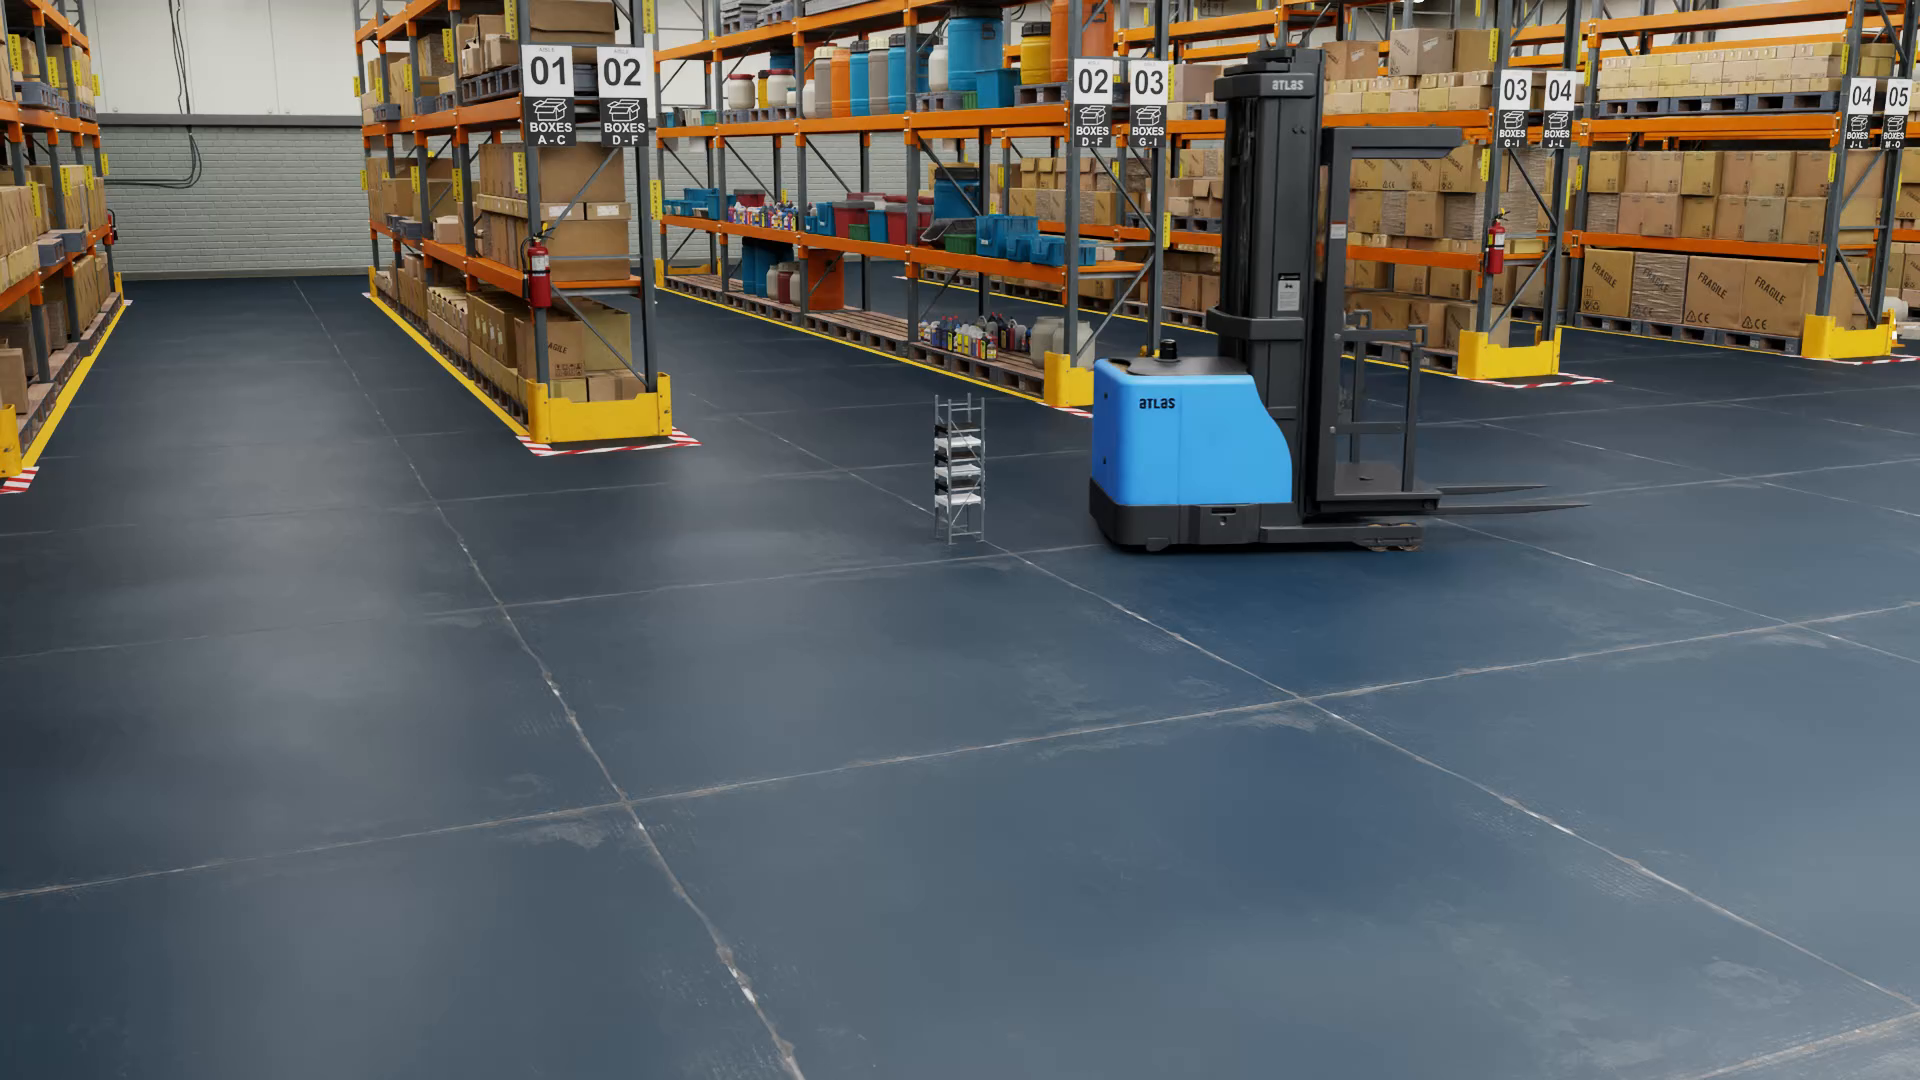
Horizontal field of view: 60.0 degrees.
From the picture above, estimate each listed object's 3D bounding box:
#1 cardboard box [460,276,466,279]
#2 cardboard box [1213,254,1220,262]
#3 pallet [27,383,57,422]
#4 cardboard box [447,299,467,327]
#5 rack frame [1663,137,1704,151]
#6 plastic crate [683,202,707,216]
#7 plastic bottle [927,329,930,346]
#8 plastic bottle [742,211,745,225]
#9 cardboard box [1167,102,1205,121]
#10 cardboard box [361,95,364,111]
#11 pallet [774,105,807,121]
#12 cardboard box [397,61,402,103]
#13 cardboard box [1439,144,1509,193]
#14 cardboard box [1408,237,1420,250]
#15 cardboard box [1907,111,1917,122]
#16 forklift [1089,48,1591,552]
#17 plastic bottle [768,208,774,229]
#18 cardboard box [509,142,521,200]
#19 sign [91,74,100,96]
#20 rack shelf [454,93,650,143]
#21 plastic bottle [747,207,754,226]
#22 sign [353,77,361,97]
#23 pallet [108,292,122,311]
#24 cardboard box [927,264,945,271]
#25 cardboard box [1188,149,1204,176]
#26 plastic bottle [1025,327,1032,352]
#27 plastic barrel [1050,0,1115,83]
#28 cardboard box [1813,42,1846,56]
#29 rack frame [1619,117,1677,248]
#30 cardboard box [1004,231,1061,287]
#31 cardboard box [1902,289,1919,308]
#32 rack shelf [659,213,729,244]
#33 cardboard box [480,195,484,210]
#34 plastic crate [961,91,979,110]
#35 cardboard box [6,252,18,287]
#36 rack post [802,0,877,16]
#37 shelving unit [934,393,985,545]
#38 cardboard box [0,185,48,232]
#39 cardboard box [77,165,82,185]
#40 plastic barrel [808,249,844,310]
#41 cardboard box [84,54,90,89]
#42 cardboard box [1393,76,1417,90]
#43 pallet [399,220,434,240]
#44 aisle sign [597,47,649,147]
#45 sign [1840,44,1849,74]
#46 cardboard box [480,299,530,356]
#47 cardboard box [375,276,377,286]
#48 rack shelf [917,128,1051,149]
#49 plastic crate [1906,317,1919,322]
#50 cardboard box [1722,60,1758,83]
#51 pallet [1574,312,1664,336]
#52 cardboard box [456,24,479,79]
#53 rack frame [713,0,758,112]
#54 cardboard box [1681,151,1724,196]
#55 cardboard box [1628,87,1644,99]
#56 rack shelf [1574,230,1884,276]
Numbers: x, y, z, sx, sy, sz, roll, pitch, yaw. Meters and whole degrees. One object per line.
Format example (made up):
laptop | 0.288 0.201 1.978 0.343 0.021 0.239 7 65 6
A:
cardboard box | -6.607 -3.333 22.688 0.500 0.500 0.500 -6 14 -24
cardboard box | 4.995 -5.370 31.651 0.380 0.149 0.250 -5 14 -22
pallet | -8.909 -1.237 15.245 1.003 0.211 1.213 -6 14 -23
cardboard box | -5.510 -2.585 18.810 0.500 0.311 0.500 -6 14 -23
rack frame | 14.828 -7.070 34.264 1.000 3.000 0.127 -6 14 -23
plastic crate | -4.495 -5.638 28.314 0.416 0.233 0.300 -6 14 -23
plastic bottle | -0.325 -2.329 19.011 0.097 0.201 0.097 0 13 0
plastic bottle | -3.294 -4.929 25.456 0.097 0.201 0.097 0 13 0
cardboard box | 3.178 -5.956 23.132 0.500 0.250 0.500 -5 14 -22
cardboard box | -9.512 -7.160 27.227 0.500 0.250 0.500 -6 14 -23
pallet | -1.952 -5.988 23.357 1.003 0.211 1.213 -6 14 -23
cardboard box | -7.455 -6.348 23.120 0.600 0.600 0.600 -6 14 -24
cardboard box | 5.561 -4.019 17.981 0.500 0.500 0.500 -6 14 -23
cardboard box | 5.309 -3.371 18.842 0.380 0.149 0.250 -6 14 -23
cardboard box | 13.704 -6.065 23.826 0.380 0.149 0.250 -5 14 -21
forklift | 2.388 -1.475 10.241 3.031 2.935 1.130 -1 13 -5
plastic bottle | -2.746 -4.676 24.181 0.061 0.283 0.133 -6 14 -23
cardboard box | -3.685 -3.354 15.110 0.700 0.500 0.500 -6 14 -23
sign | -13.514 -7.110 25.998 0.100 0.325 0.005 -6 14 -23
rack shelf | -3.872 -3.877 15.410 1.077 0.370 4.000 -6 14 -23
plastic bottle | -3.130 -4.897 25.149 0.152 0.276 0.135 -6 14 -23
sign | -9.977 -7.496 27.516 0.100 0.325 0.005 -6 14 -23
pallet | -13.625 -3.693 25.859 1.003 0.211 1.213 -6 14 -23
cardboard box | -0.072 -5.597 31.679 0.875 0.875 0.875 -6 14 -23
cardboard box | 4.724 -7.225 31.836 0.500 0.500 0.500 -6 14 -25
plastic bottle | 0.770 -2.220 18.386 0.097 0.271 0.097 0 13 0
plastic barrel | 1.159 -4.763 15.762 0.600 0.830 0.708 -6 14 -23
cardboard box | 10.147 -5.693 19.300 0.380 0.149 0.250 -5 14 -22
rack frame | 11.883 -5.794 28.753 1.000 3.000 0.127 -6 14 -23
cardboard box | 1.476 -4.765 28.085 1.225 0.875 0.875 -6 14 -23
cardboard box | 13.914 -3.468 23.869 0.500 0.250 0.500 -6 14 -24
rack shelf | -4.138 -5.341 28.390 1.077 0.370 4.000 -6 14 -23
cardboard box | -4.642 -3.419 16.829 0.380 0.149 0.250 -5 14 -22
plastic crate | 0.250 -4.633 17.553 0.336 0.188 0.450 -6 14 -23
cardboard box | -7.932 -2.182 13.434 0.500 0.250 0.500 -6 14 -24
rack post | -1.000 -7.045 20.408 1.013 1.000 3.121 -6 14 -23
shelving unit | -0.003 -0.440 10.276 0.258 0.900 0.210 -6 14 -23
cardboard box | -10.366 -3.611 18.122 0.700 0.500 0.500 -7 15 -28
cardboard box | -11.797 -4.772 21.748 0.500 0.250 0.500 -5 14 -22
plastic barrel | -1.947 -3.699 23.580 0.600 0.830 0.708 -6 14 -23
cardboard box | -13.283 -6.986 24.766 0.500 0.500 0.500 -5 14 -21
cardboard box | 5.096 -5.128 18.669 0.380 0.149 0.250 -6 15 -26
pallet | -6.611 -4.046 21.622 1.213 0.211 1.003 -6 14 -23
aisle sign | -2.763 -3.633 13.650 0.394 0.787 0.004 -6 14 -23
sign | 10.090 -5.482 18.961 0.100 0.325 0.005 -6 14 -23
cardboard box | -4.373 -2.079 16.202 0.500 0.500 0.500 -6 14 -23
cardboard box | -9.527 -4.323 27.703 0.380 0.166 0.250 -6 14 -23
rack shelf | 0.400 -7.250 29.985 1.077 0.370 4.000 -6 14 -23
plastic crate | 13.363 -3.147 23.790 0.402 0.080 0.583 -12 18 -42
cardboard box | 9.741 -5.743 20.400 0.500 0.250 0.500 -6 14 -23
pallet | 9.224 -2.977 22.766 1.003 0.211 1.213 -6 14 -23
cardboard box | -4.713 -4.834 16.487 0.500 0.500 0.500 -4 14 -18
rack frame | -3.337 -8.201 25.847 1.000 3.000 0.127 -6 14 -23
cardboard box | 9.744 -4.684 21.228 0.875 0.550 0.500 -6 14 -23
cardboard box | 9.029 -5.881 21.881 0.380 0.149 0.250 -6 14 -23
rack shelf | 9.792 -3.736 21.456 1.077 0.370 4.000 -6 14 -23
